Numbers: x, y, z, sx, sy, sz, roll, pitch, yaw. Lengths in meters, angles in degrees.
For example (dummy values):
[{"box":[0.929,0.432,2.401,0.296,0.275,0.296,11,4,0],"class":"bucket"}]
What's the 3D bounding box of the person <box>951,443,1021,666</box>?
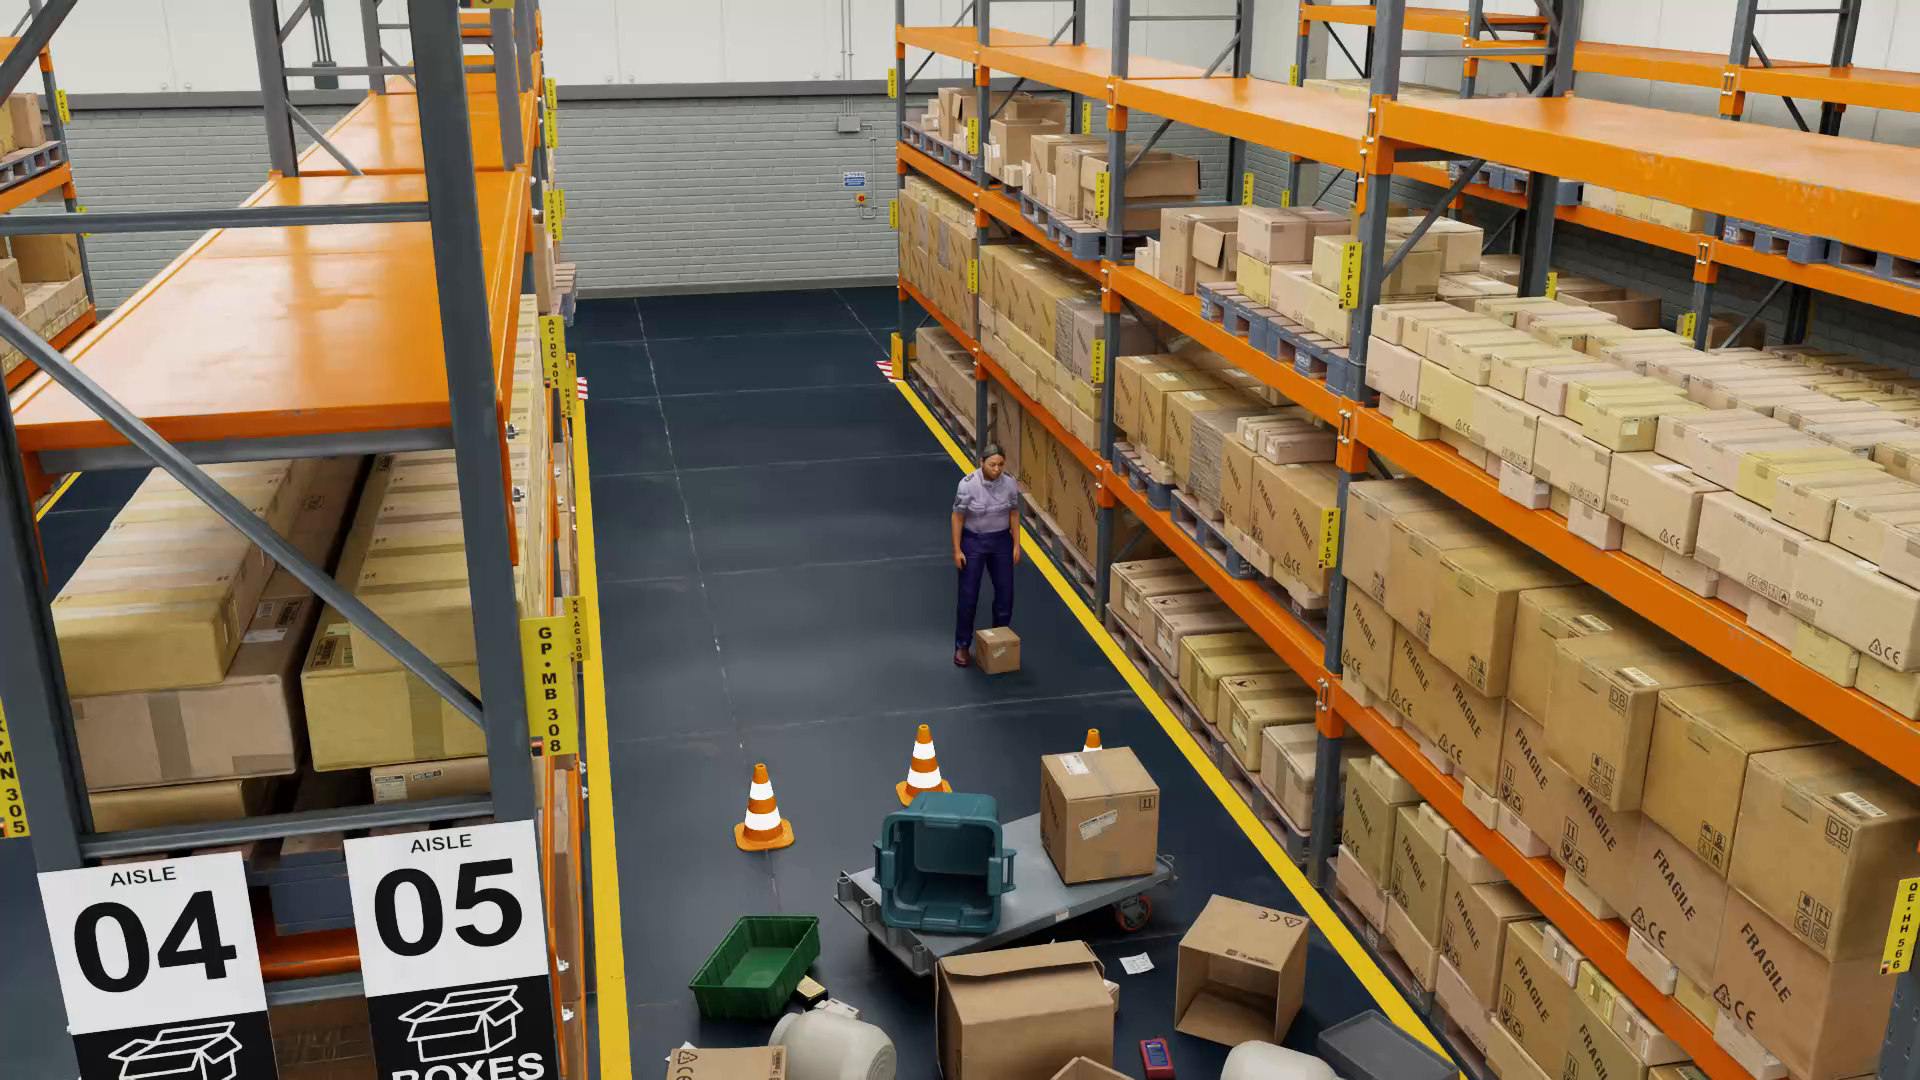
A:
[{"box":[0.187,0.073,12.153,0.542,1.651,0.369,-6,21,-17],"class":"person"}]
